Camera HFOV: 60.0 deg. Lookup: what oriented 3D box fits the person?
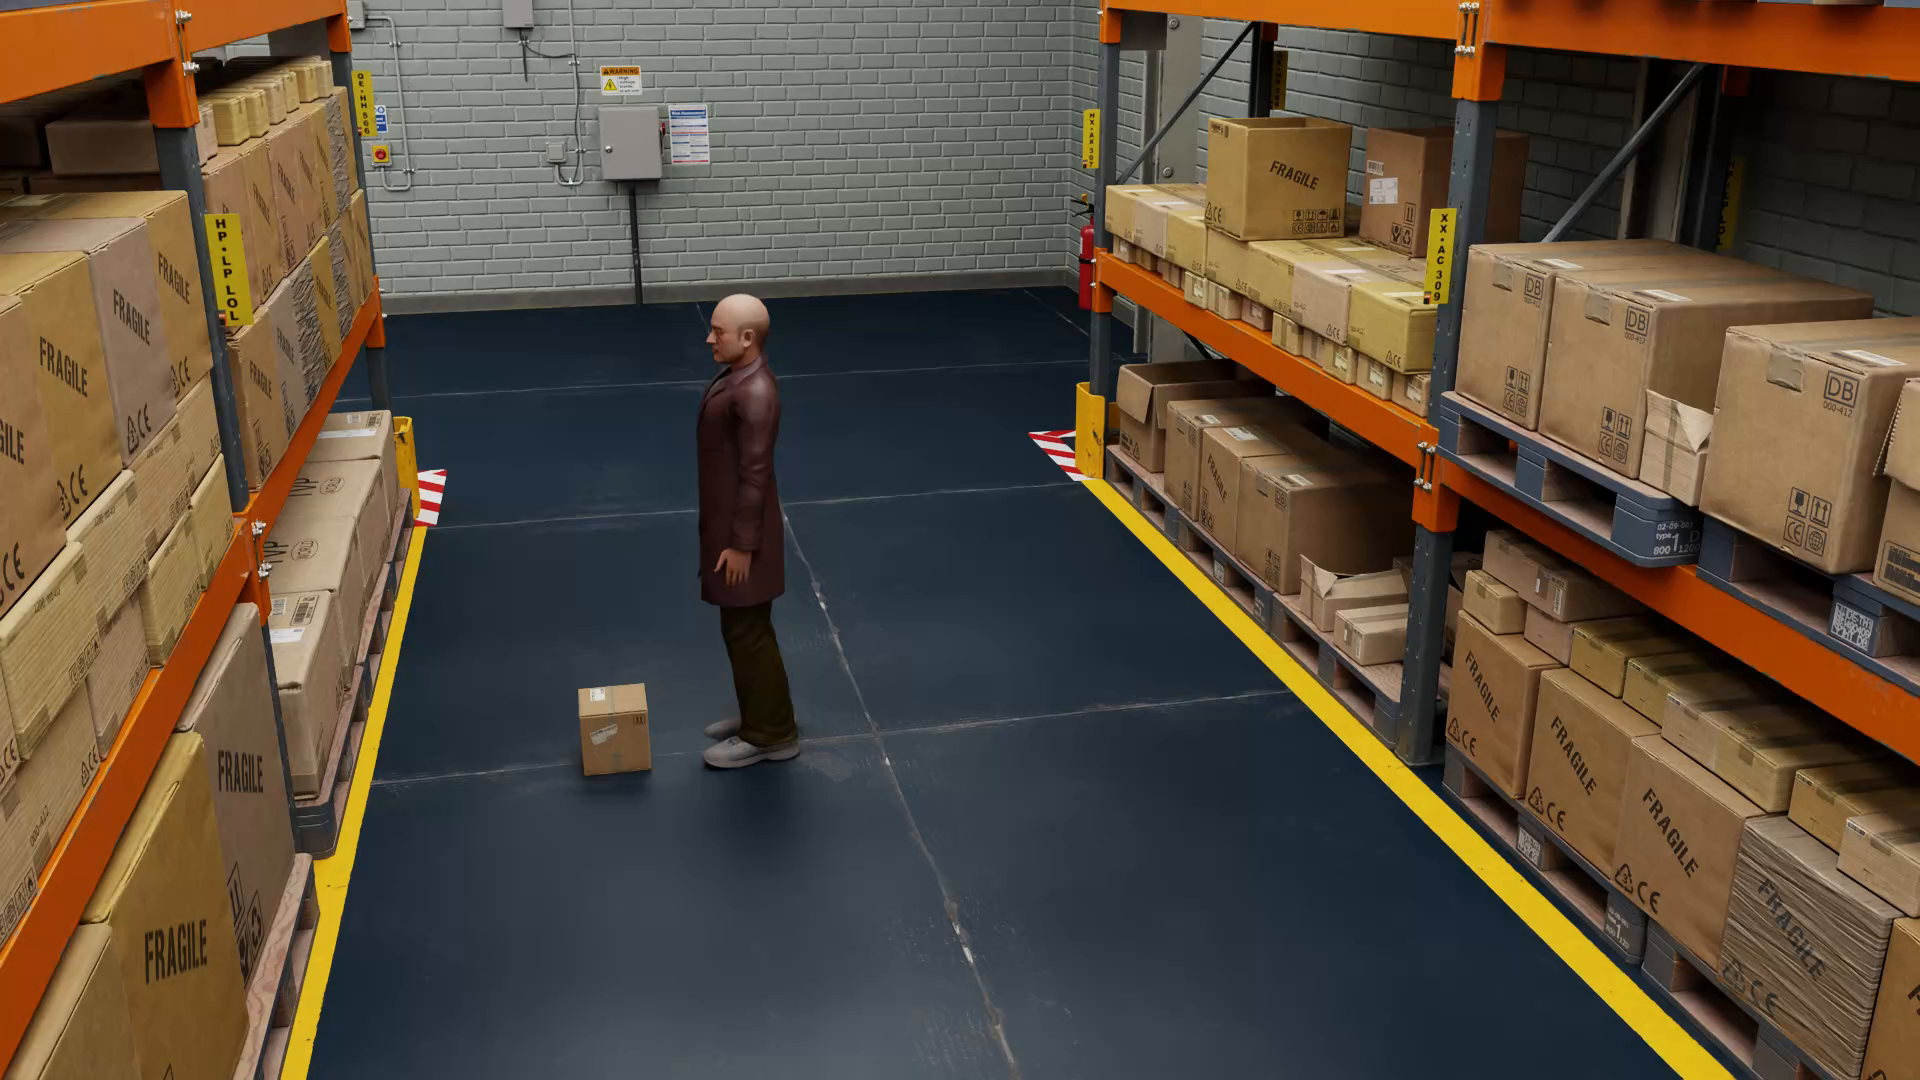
[{"bbox_3d":[-0.809,-0.018,6.179,0.394,1.799,0.561,-4,20,-11],"label":"person"}]
